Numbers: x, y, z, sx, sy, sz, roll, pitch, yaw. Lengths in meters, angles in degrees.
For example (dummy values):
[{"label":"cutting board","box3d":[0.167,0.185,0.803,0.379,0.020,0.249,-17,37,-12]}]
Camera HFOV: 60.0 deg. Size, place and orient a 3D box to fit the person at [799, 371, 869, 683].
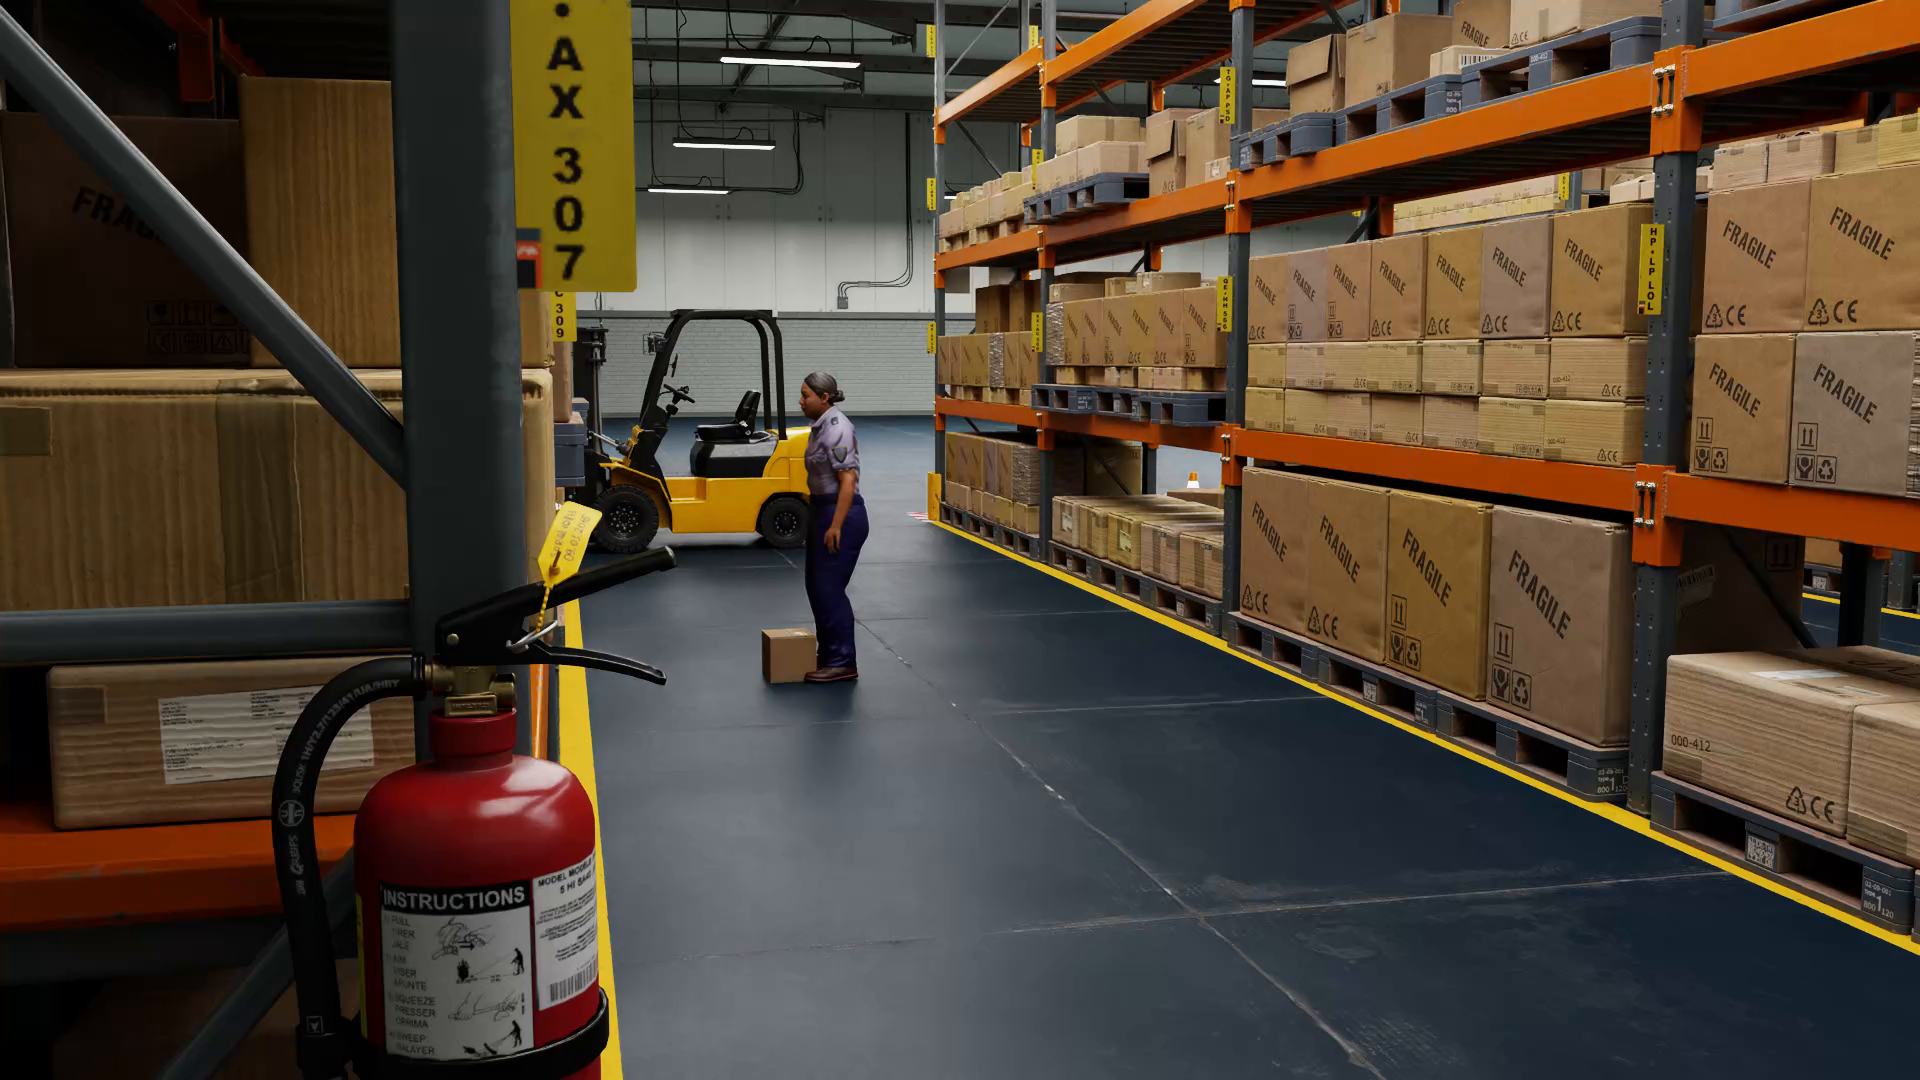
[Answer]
[{"label":"person","box3d":[-0.696,-0.079,8.957,0.367,1.649,0.564,-2,7,-17]}]
